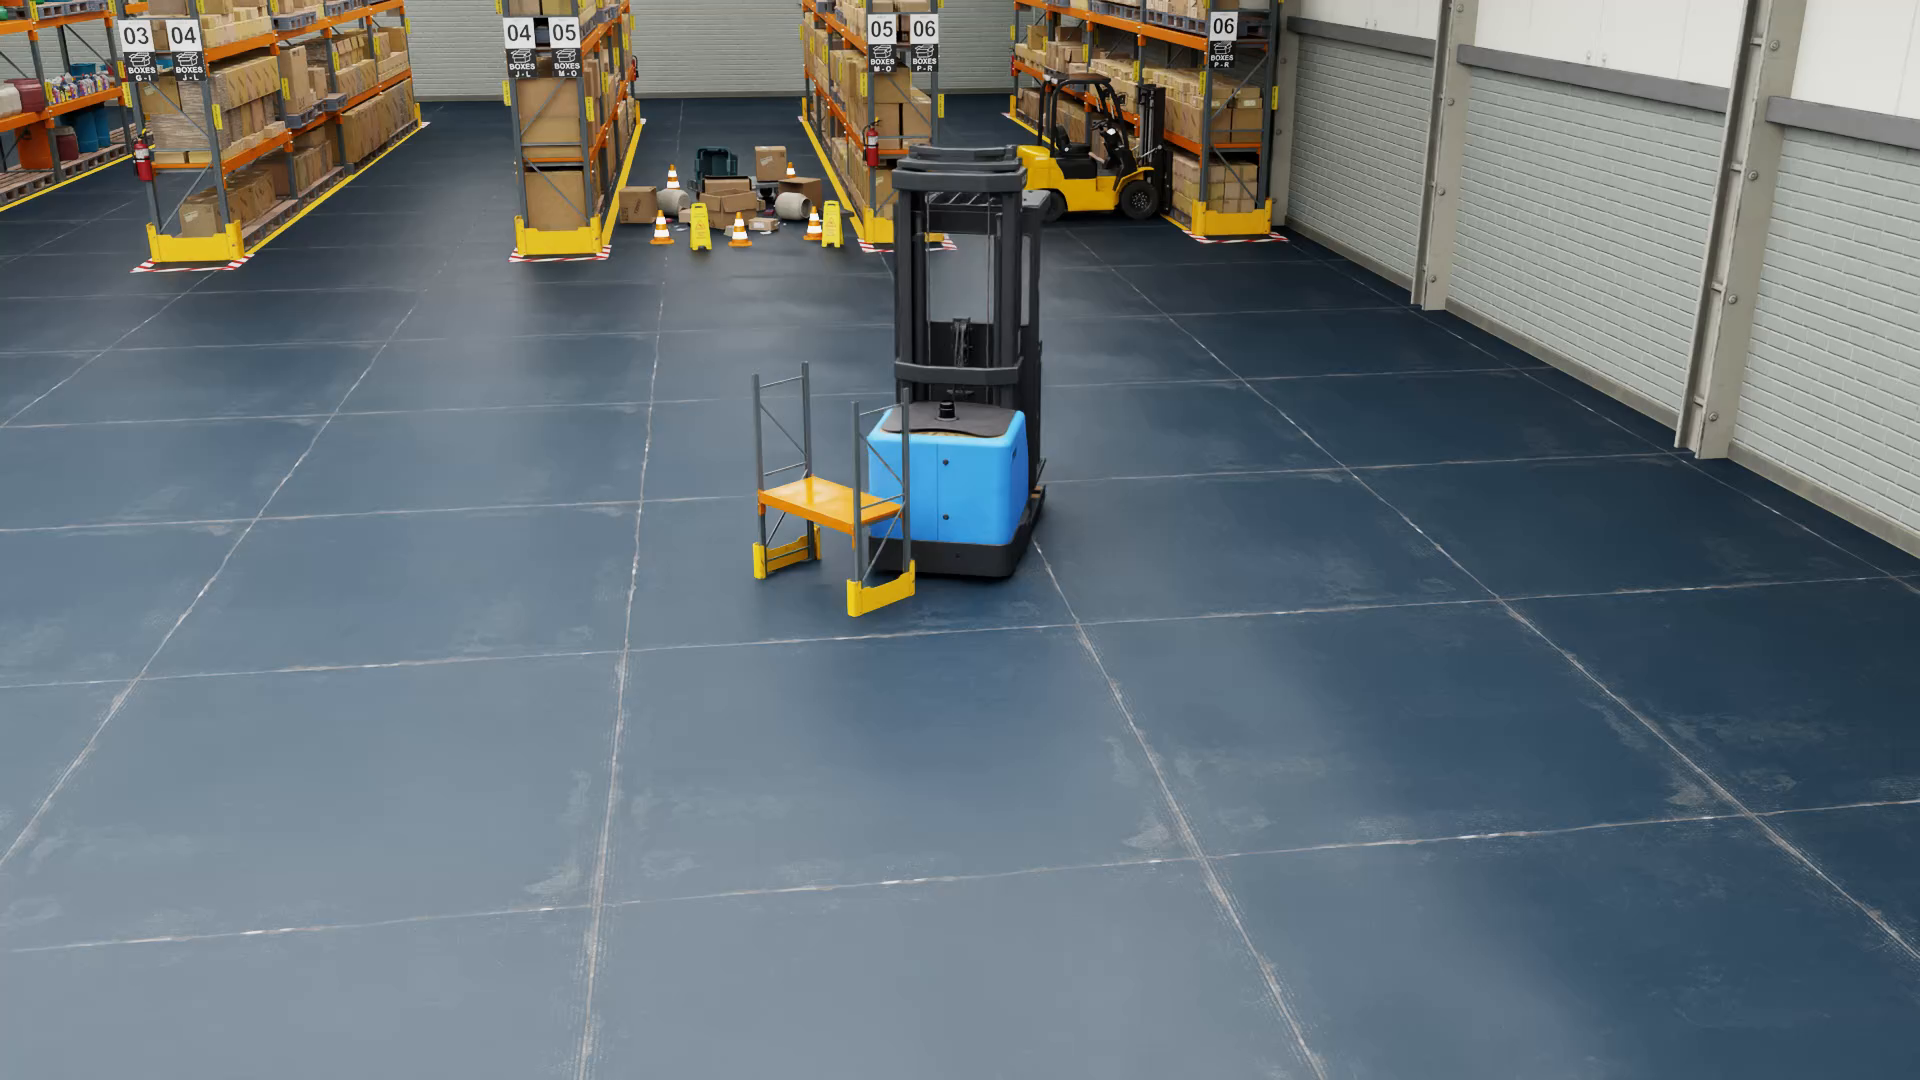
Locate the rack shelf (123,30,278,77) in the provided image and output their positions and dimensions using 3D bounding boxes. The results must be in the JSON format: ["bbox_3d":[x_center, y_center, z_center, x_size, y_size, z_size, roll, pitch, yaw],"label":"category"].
[{"bbox_3d":[-10.913,-7.072,24.104,1.077,0.370,4.000,-3,21,-8],"label":"rack shelf"}]

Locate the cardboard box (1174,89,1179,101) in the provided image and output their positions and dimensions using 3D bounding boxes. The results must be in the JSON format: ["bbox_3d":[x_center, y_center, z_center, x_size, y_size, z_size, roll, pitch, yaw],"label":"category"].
[{"bbox_3d":[3.557,-6.962,26.000,0.380,0.149,0.250,-3,21,-7],"label":"cardboard box"}]

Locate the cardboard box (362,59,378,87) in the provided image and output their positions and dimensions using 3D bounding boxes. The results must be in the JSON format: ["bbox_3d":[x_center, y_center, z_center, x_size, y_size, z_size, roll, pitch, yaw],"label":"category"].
[{"bbox_3d":[-12.017,-9.365,33.359,0.500,0.500,0.500,-3,21,-8],"label":"cardboard box"}]

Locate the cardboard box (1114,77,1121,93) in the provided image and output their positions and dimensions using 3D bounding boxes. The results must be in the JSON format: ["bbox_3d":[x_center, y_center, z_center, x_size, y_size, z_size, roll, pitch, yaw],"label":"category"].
[{"bbox_3d":[3.044,-8.124,29.679,0.500,0.250,0.500,-3,21,-7],"label":"cardboard box"}]

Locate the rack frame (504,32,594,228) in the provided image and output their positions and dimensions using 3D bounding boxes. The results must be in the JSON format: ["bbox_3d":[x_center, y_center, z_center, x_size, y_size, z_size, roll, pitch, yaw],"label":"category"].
[{"bbox_3d":[-5.702,-5.526,23.225,1.000,3.000,0.127,-3,21,-8],"label":"rack frame"}]

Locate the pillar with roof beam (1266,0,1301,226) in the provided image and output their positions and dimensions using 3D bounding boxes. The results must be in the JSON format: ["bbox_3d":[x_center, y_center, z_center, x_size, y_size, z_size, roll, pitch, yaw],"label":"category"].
[{"bbox_3d":[0.625,-8.942,23.797,9.100,9.000,0.400,-3,21,-8],"label":"pillar with roof beam"}]

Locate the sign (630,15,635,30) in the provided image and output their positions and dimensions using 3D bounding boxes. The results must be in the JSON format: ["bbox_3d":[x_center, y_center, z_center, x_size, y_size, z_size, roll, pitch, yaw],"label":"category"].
[{"bbox_3d":[-7.456,-11.778,37.856,0.100,0.325,0.005,-3,21,-8],"label":"sign"}]

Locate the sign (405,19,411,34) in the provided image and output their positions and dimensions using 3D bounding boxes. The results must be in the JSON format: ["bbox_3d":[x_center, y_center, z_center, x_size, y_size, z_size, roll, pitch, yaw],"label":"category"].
[{"bbox_3d":[-12.392,-11.527,37.298,0.100,0.325,0.005,-3,21,-8],"label":"sign"}]

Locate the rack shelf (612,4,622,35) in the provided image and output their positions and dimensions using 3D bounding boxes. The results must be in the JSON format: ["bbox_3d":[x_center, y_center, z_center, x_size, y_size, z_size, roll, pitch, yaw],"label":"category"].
[{"bbox_3d":[-7.143,-10.057,32.097,1.077,0.370,4.000,-3,21,-8],"label":"rack shelf"}]

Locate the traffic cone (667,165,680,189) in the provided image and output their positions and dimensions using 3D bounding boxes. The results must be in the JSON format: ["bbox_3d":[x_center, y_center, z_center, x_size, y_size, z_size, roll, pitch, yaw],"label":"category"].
[{"bbox_3d":[-4.978,-6.263,28.824,0.336,0.463,0.334,-3,21,-8],"label":"traffic cone"}]

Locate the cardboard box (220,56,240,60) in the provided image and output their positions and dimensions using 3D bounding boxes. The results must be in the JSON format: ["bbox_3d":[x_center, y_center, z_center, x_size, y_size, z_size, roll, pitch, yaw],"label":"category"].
[{"bbox_3d":[-11.388,-7.182,25.661,0.500,0.500,0.500,-3,21,-8],"label":"cardboard box"}]

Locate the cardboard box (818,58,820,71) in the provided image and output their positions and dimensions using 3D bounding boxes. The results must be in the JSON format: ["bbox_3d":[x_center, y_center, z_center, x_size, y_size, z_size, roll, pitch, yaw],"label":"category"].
[{"bbox_3d":[-2.614,-9.608,33.654,0.500,0.250,0.500,-3,21,-7],"label":"cardboard box"}]

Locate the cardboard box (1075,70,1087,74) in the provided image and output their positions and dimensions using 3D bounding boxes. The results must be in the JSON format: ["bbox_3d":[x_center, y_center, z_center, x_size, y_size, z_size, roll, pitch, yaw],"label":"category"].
[{"bbox_3d":[2.466,-9.120,32.605,0.380,0.149,0.250,-3,21,-7],"label":"cardboard box"}]

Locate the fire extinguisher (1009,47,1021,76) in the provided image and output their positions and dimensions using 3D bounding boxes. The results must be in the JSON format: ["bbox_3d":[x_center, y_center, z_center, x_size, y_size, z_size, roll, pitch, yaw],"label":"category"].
[{"bbox_3d":[1.308,-11.419,39.646,0.296,0.674,0.183,-3,21,-8],"label":"fire extinguisher"}]

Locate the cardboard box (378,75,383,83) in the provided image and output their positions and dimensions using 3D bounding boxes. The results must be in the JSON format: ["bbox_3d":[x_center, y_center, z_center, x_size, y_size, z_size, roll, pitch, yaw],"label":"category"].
[{"bbox_3d":[-12.068,-9.467,34.137,0.380,0.149,0.250,-3,21,-8],"label":"cardboard box"}]

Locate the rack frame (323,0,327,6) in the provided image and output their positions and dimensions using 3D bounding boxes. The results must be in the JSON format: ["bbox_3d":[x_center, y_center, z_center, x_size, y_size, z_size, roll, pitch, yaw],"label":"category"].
[{"bbox_3d":[-11.778,-10.891,29.016,1.000,3.000,0.127,-3,21,-8],"label":"rack frame"}]

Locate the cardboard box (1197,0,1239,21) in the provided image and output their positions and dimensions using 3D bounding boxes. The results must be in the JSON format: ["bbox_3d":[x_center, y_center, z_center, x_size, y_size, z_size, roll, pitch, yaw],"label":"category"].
[{"bbox_3d":[3.788,-7.899,24.405,0.500,0.500,0.500,-2,21,-6],"label":"cardboard box"}]

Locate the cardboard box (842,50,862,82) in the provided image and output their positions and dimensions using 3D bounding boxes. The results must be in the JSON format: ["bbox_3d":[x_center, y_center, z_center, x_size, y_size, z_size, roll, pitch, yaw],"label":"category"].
[{"bbox_3d":[-1.546,-7.687,27.014,0.700,0.500,0.500,-3,21,-8],"label":"cardboard box"}]

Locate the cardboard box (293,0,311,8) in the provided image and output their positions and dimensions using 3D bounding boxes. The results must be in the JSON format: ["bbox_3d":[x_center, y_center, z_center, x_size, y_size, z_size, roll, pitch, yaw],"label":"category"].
[{"bbox_3d":[-11.321,-9.266,28.092,0.500,0.500,0.500,-3,21,-7],"label":"cardboard box"}]

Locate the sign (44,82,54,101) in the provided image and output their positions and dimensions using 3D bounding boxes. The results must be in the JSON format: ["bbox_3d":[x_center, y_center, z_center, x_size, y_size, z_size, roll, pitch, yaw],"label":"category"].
[{"bbox_3d":[-16.136,-7.938,29.449,0.100,0.325,0.005,-3,21,-8],"label":"sign"}]

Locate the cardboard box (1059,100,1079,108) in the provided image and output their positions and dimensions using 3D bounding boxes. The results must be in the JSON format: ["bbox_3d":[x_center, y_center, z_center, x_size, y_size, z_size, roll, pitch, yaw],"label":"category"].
[{"bbox_3d":[2.317,-9.229,35.185,0.380,0.149,0.250,-4,21,-11],"label":"cardboard box"}]

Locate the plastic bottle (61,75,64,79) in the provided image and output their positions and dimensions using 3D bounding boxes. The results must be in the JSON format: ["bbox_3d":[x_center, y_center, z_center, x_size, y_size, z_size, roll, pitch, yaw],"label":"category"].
[{"bbox_3d":[-17.606,-8.967,32.604,0.061,0.283,0.133,-3,21,-8],"label":"plastic bottle"}]

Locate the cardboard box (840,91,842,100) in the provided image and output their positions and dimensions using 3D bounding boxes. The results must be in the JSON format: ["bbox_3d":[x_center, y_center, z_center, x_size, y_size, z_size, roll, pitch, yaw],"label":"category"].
[{"bbox_3d":[-1.876,-7.707,28.822,0.380,0.149,0.250,-3,21,-7],"label":"cardboard box"}]

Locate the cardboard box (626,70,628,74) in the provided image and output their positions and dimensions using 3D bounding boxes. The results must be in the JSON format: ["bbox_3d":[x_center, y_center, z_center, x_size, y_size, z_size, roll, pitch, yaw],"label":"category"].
[{"bbox_3d":[-7.387,-10.132,35.914,0.380,0.149,0.250,-2,21,-5],"label":"cardboard box"}]

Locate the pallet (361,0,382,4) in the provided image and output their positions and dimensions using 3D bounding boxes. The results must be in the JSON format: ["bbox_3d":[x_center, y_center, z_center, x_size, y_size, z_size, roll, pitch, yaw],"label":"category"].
[{"bbox_3d":[-12.462,-11.113,34.024,1.003,0.211,1.213,-3,21,-8],"label":"pallet"}]

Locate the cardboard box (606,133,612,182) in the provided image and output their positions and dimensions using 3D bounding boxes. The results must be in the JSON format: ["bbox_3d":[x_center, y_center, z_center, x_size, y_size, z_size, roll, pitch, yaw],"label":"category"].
[{"bbox_3d":[-6.592,-6.599,28.712,1.050,0.750,0.750,-3,21,-8],"label":"cardboard box"}]

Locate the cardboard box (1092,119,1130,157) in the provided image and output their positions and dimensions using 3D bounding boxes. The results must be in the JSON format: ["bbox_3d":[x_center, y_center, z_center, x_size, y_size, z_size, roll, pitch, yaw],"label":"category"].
[{"bbox_3d":[3.016,-7.700,31.839,0.875,0.625,0.625,-2,21,-6],"label":"cardboard box"}]

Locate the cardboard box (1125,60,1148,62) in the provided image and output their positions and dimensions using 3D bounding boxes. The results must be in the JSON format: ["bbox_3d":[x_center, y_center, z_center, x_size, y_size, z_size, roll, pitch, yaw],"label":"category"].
[{"bbox_3d":[3.335,-8.996,31.445,0.380,0.149,0.250,-2,21,-6],"label":"cardboard box"}]

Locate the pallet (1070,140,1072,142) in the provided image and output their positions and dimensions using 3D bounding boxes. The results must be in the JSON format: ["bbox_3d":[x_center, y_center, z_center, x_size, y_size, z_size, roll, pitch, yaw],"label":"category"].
[{"bbox_3d":[2.697,-8.208,34.391,1.003,0.211,1.213,-3,21,-8],"label":"pallet"}]

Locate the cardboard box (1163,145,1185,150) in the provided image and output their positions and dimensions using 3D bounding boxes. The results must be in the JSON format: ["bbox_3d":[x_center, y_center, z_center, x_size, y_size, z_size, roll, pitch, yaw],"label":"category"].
[{"bbox_3d":[3.423,-6.292,27.176,0.500,0.250,0.500,-2,21,-6],"label":"cardboard box"}]

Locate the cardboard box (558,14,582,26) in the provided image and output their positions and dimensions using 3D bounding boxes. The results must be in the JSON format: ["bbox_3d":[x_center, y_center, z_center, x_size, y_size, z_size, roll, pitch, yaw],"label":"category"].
[{"bbox_3d":[-5.434,-7.192,23.015,0.380,0.149,0.250,-3,21,-7],"label":"cardboard box"}]

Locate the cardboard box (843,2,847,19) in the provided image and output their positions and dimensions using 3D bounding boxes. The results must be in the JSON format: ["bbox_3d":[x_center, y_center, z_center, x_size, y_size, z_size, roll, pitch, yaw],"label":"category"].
[{"bbox_3d":[-1.602,-8.504,26.700,0.500,0.250,0.500,-3,21,-9],"label":"cardboard box"}]

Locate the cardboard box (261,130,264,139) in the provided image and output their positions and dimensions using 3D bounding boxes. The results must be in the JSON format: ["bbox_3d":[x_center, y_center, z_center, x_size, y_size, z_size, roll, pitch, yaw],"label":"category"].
[{"bbox_3d":[-10.824,-6.168,25.303,0.380,0.149,0.250,-3,21,-8],"label":"cardboard box"}]

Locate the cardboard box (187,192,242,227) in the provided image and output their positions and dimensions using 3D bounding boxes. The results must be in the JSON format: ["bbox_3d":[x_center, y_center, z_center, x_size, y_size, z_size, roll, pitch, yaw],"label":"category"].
[{"bbox_3d":[-10.818,-4.759,24.144,0.500,0.500,0.500,2,21,6],"label":"cardboard box"}]

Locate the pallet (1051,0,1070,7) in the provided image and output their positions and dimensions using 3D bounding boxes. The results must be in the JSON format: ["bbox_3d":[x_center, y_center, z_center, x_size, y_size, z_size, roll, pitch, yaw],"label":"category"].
[{"bbox_3d":[2.540,-10.946,33.718,1.213,0.211,1.003,-3,21,-8],"label":"pallet"}]

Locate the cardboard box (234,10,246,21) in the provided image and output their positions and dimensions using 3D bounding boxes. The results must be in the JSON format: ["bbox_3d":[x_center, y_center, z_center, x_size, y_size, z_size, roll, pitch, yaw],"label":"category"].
[{"bbox_3d":[-10.673,-7.664,24.306,0.380,0.149,0.250,-2,21,-5],"label":"cardboard box"}]

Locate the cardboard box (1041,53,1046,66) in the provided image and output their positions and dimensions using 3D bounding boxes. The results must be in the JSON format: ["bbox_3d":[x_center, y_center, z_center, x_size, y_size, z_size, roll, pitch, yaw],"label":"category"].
[{"bbox_3d":[2.049,-10.451,36.199,0.500,0.250,0.500,-2,21,-6],"label":"cardboard box"}]

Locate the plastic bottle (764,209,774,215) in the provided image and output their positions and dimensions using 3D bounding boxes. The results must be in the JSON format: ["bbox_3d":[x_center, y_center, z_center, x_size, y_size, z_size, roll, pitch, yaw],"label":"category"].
[{"bbox_3d":[-3.064,-5.278,26.760,0.133,0.061,0.283,1,20,2],"label":"plastic bottle"}]

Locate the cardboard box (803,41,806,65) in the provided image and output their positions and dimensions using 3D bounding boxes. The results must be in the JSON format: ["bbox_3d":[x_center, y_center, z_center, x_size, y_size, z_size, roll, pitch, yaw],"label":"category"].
[{"bbox_3d":[-3.339,-11.217,38.318,0.500,0.500,0.500,-3,21,-8],"label":"cardboard box"}]

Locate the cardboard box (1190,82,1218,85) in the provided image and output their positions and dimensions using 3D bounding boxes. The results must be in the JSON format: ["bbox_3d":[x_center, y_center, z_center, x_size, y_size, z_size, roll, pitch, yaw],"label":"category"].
[{"bbox_3d":[3.740,-6.929,25.486,0.380,0.149,0.250,-3,21,-7],"label":"cardboard box"}]

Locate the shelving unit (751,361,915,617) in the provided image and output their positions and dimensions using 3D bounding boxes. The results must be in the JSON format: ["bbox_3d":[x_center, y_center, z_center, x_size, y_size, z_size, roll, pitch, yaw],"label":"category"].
[{"bbox_3d":[-0.900,-0.381,11.593,1.083,1.500,0.587,19,27,41],"label":"shelving unit"}]

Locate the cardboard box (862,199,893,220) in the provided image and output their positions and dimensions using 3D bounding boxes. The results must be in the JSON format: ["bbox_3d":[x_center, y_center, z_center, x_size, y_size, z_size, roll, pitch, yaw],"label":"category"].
[{"bbox_3d":[-1.204,-4.994,25.130,0.500,0.250,0.500,-3,21,-8],"label":"cardboard box"}]

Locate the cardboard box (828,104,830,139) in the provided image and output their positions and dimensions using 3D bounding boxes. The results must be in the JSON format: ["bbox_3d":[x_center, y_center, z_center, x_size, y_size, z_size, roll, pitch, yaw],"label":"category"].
[{"bbox_3d":[-2.241,-8.644,34.010,0.875,0.875,0.875,-2,21,-6],"label":"cardboard box"}]

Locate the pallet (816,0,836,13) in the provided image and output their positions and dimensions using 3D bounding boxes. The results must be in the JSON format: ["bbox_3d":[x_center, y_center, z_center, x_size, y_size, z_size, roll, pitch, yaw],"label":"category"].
[{"bbox_3d":[-2.117,-10.118,31.502,1.213,0.211,1.003,-2,21,-5],"label":"pallet"}]

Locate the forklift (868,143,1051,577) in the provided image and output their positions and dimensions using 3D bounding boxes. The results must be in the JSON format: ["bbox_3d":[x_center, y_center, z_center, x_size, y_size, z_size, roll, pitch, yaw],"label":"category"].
[{"bbox_3d":[0.089,-1.591,12.786,1.130,2.935,3.031,3,21,9],"label":"forklift"}]

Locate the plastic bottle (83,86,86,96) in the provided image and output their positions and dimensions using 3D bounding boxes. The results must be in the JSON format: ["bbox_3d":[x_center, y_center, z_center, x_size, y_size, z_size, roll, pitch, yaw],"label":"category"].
[{"bbox_3d":[-16.657,-8.536,31.568,0.097,0.201,0.097,0,20,0],"label":"plastic bottle"}]

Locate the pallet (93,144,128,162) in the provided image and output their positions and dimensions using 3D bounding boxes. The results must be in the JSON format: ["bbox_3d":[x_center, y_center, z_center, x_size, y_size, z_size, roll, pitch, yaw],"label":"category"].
[{"bbox_3d":[-17.186,-7.641,32.872,1.003,0.211,1.213,-3,21,-8],"label":"pallet"}]

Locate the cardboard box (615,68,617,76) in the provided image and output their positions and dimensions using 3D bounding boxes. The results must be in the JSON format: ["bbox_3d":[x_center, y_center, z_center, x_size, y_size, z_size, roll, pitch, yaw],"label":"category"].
[{"bbox_3d":[-7.071,-9.370,33.274,0.380,0.149,0.250,-4,21,-11],"label":"cardboard box"}]

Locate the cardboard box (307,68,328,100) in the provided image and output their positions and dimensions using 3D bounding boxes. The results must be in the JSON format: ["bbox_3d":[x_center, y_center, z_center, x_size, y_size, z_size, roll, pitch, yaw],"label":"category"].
[{"bbox_3d":[-11.481,-7.951,28.975,0.700,0.500,0.500,0,20,0],"label":"cardboard box"}]
